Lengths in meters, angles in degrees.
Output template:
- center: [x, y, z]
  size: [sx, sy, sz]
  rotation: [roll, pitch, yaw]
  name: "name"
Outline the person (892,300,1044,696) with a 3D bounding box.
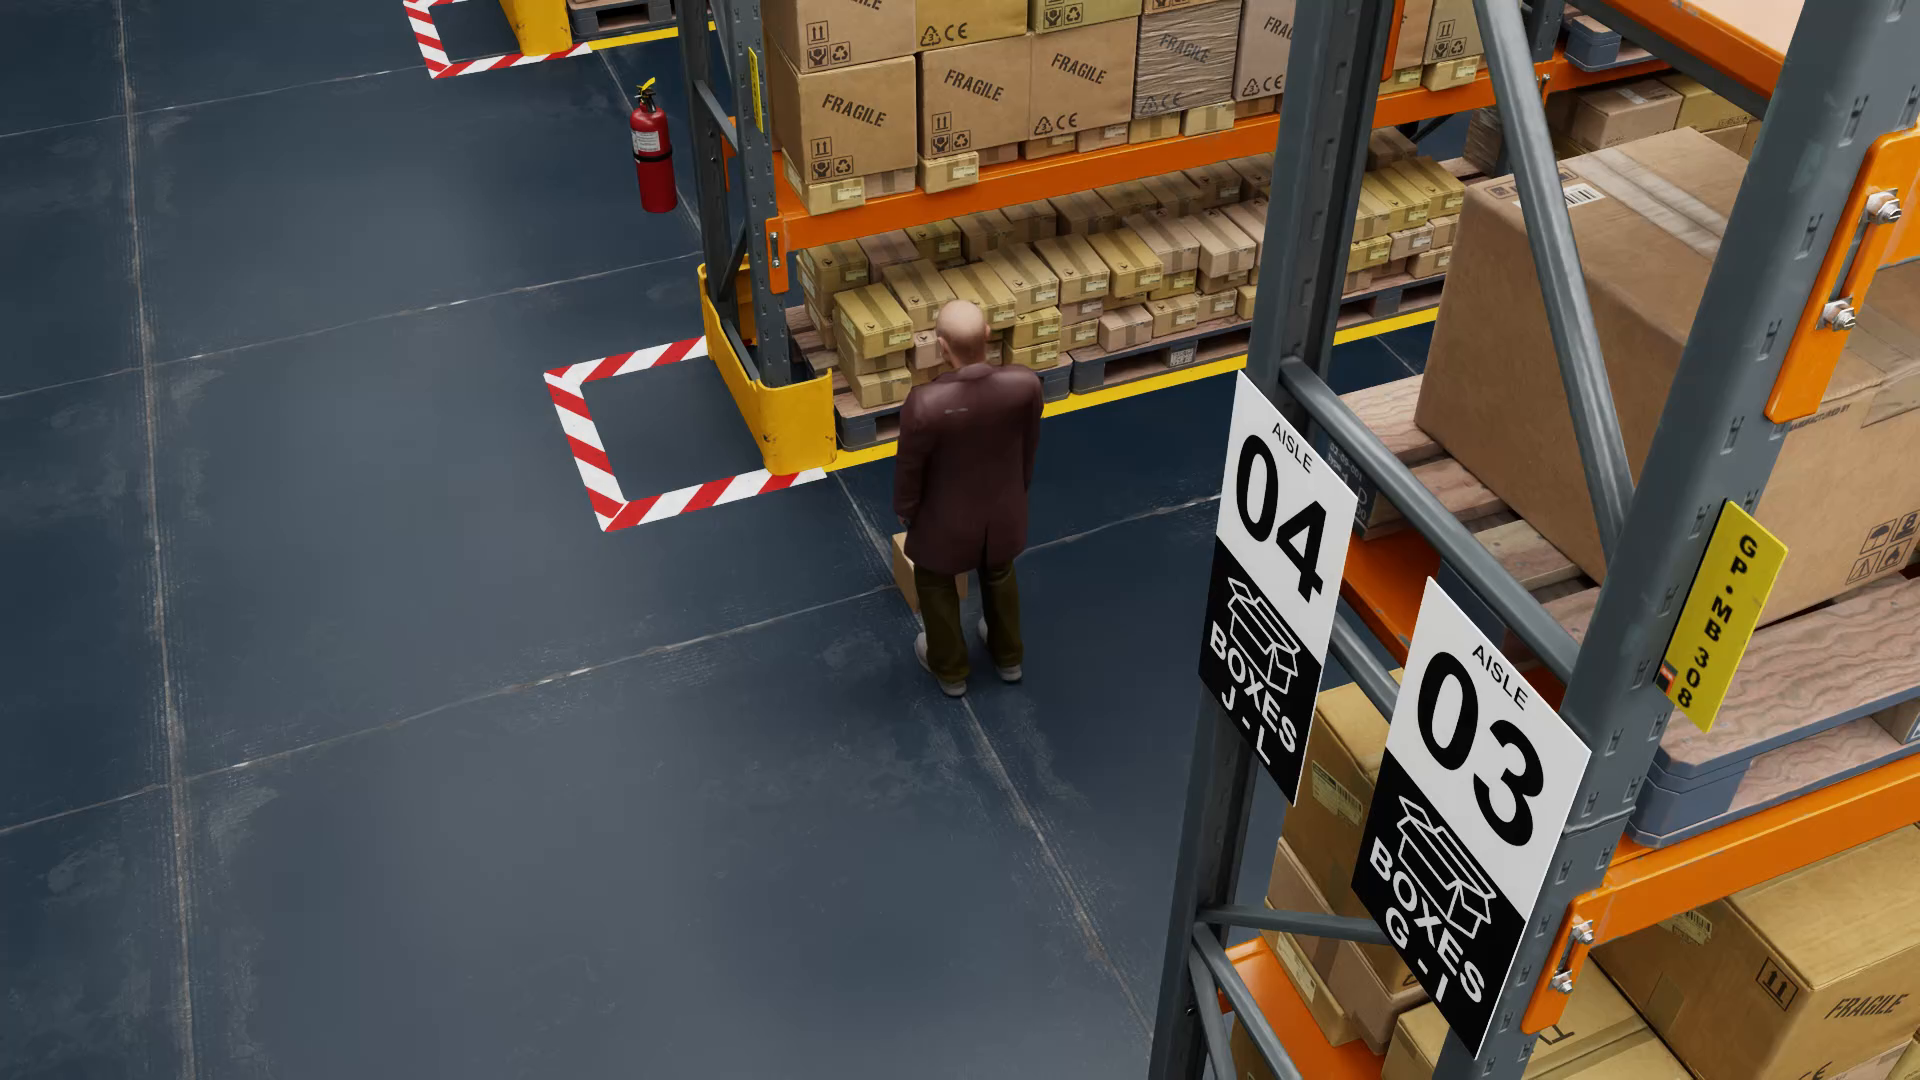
- center: [0.013, -0.145, 6.357]
  size: [0.569, 1.762, 0.381]
  rotation: [-14, 43, -16]
  name: "person"
